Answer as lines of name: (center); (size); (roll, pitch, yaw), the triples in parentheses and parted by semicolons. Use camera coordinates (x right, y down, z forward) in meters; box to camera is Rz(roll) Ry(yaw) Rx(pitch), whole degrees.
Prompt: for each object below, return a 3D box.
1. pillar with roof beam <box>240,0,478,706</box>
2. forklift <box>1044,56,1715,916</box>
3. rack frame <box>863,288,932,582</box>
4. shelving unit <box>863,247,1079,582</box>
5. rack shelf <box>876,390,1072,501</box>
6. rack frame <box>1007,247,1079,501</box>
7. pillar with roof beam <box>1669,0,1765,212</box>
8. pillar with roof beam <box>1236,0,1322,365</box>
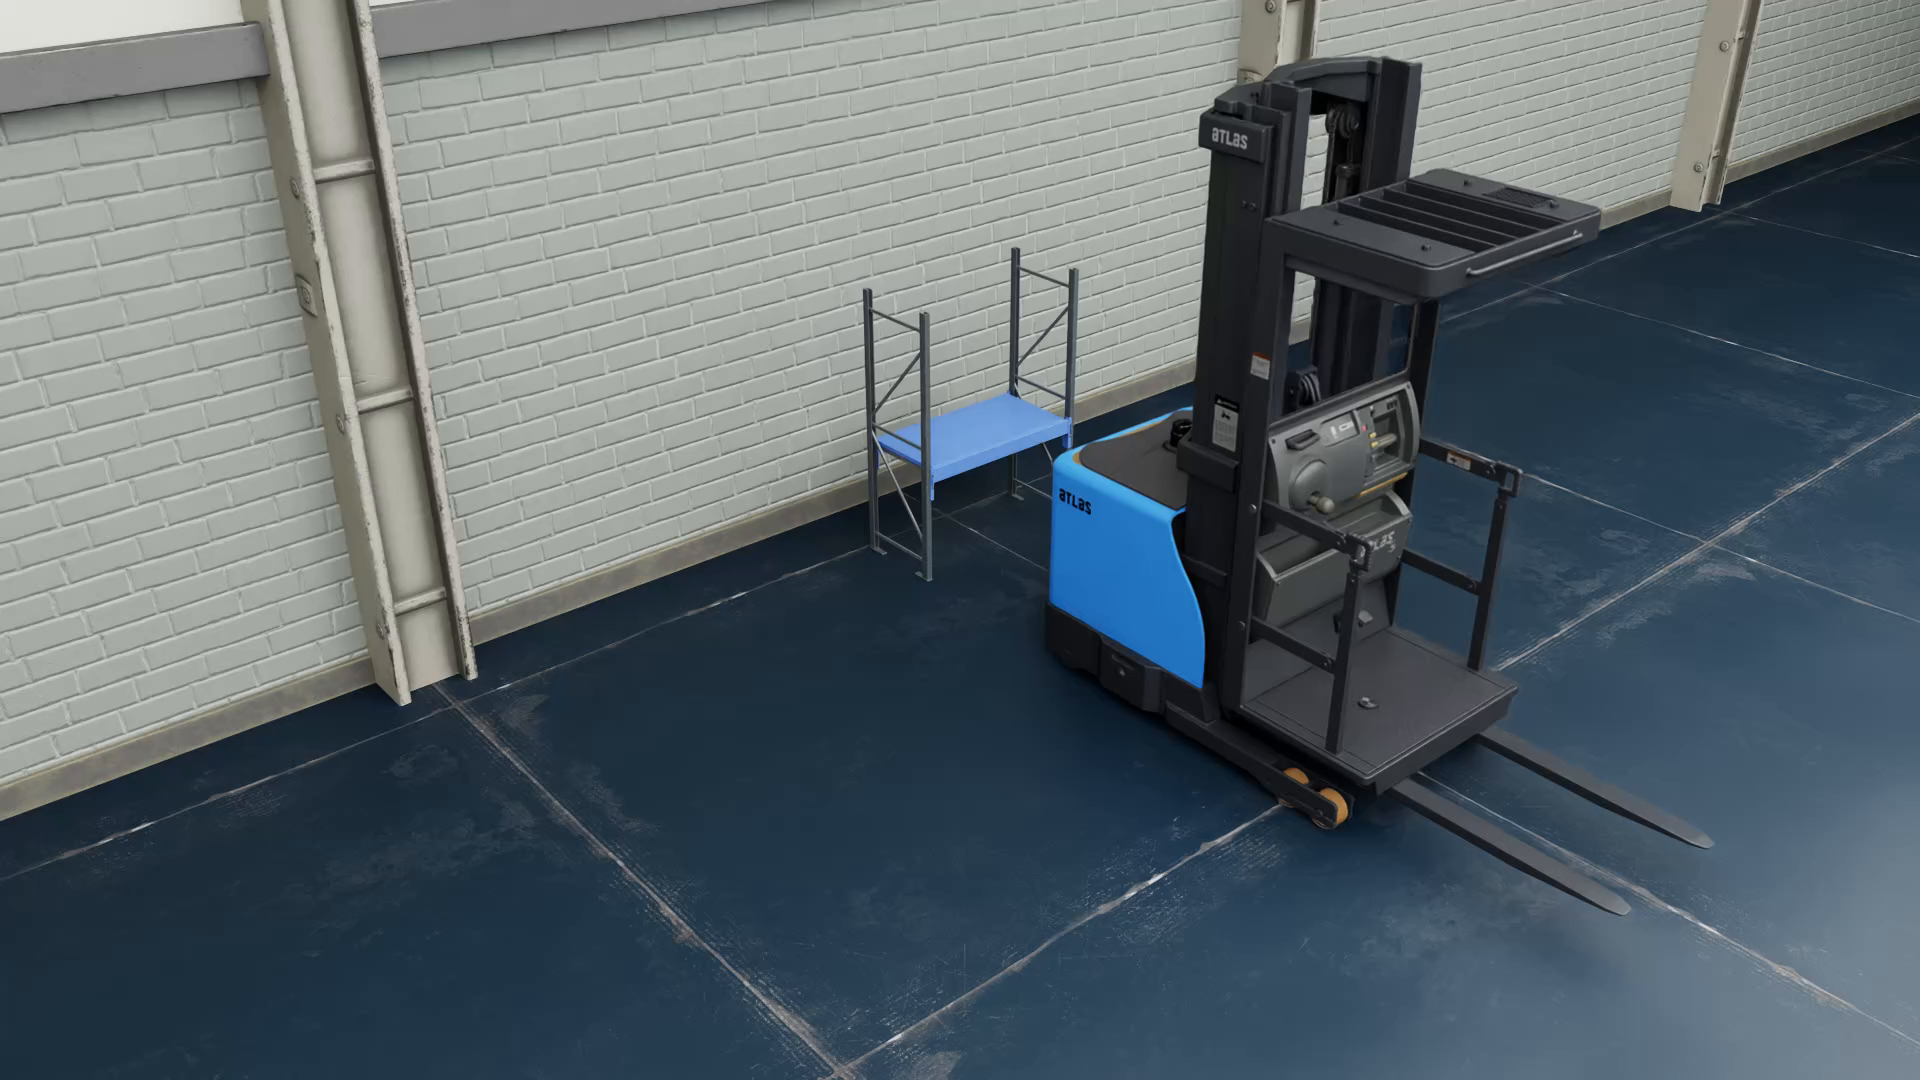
pillar with roof beam: (0.223, -1.762, 2.999); (0.400, 9.000, 9.100); (-22, 35, -35)
forklift: (1.746, -0.349, 6.794); (1.130, 2.935, 3.031); (-22, 35, -35)
rack frame: (-0.322, -0.532, 8.654); (0.032, 1.500, 0.500); (-22, 35, -35)
shelving unit: (0.065, -0.688, 8.945); (1.048, 1.500, 0.538); (-22, 35, -35)
rack shelf: (0.065, -0.529, 9.030); (1.000, 0.185, 0.538); (-22, 35, -35)
rack frame: (0.452, -0.843, 9.236); (0.032, 1.500, 0.500); (-22, 35, -35)
pillar with roof beam: (9.352, -5.433, 9.868); (0.400, 9.000, 9.100); (-22, 35, -35)
pillar with roof beam: (4.787, -3.597, 6.433); (0.400, 9.000, 9.100); (-22, 35, -35)
